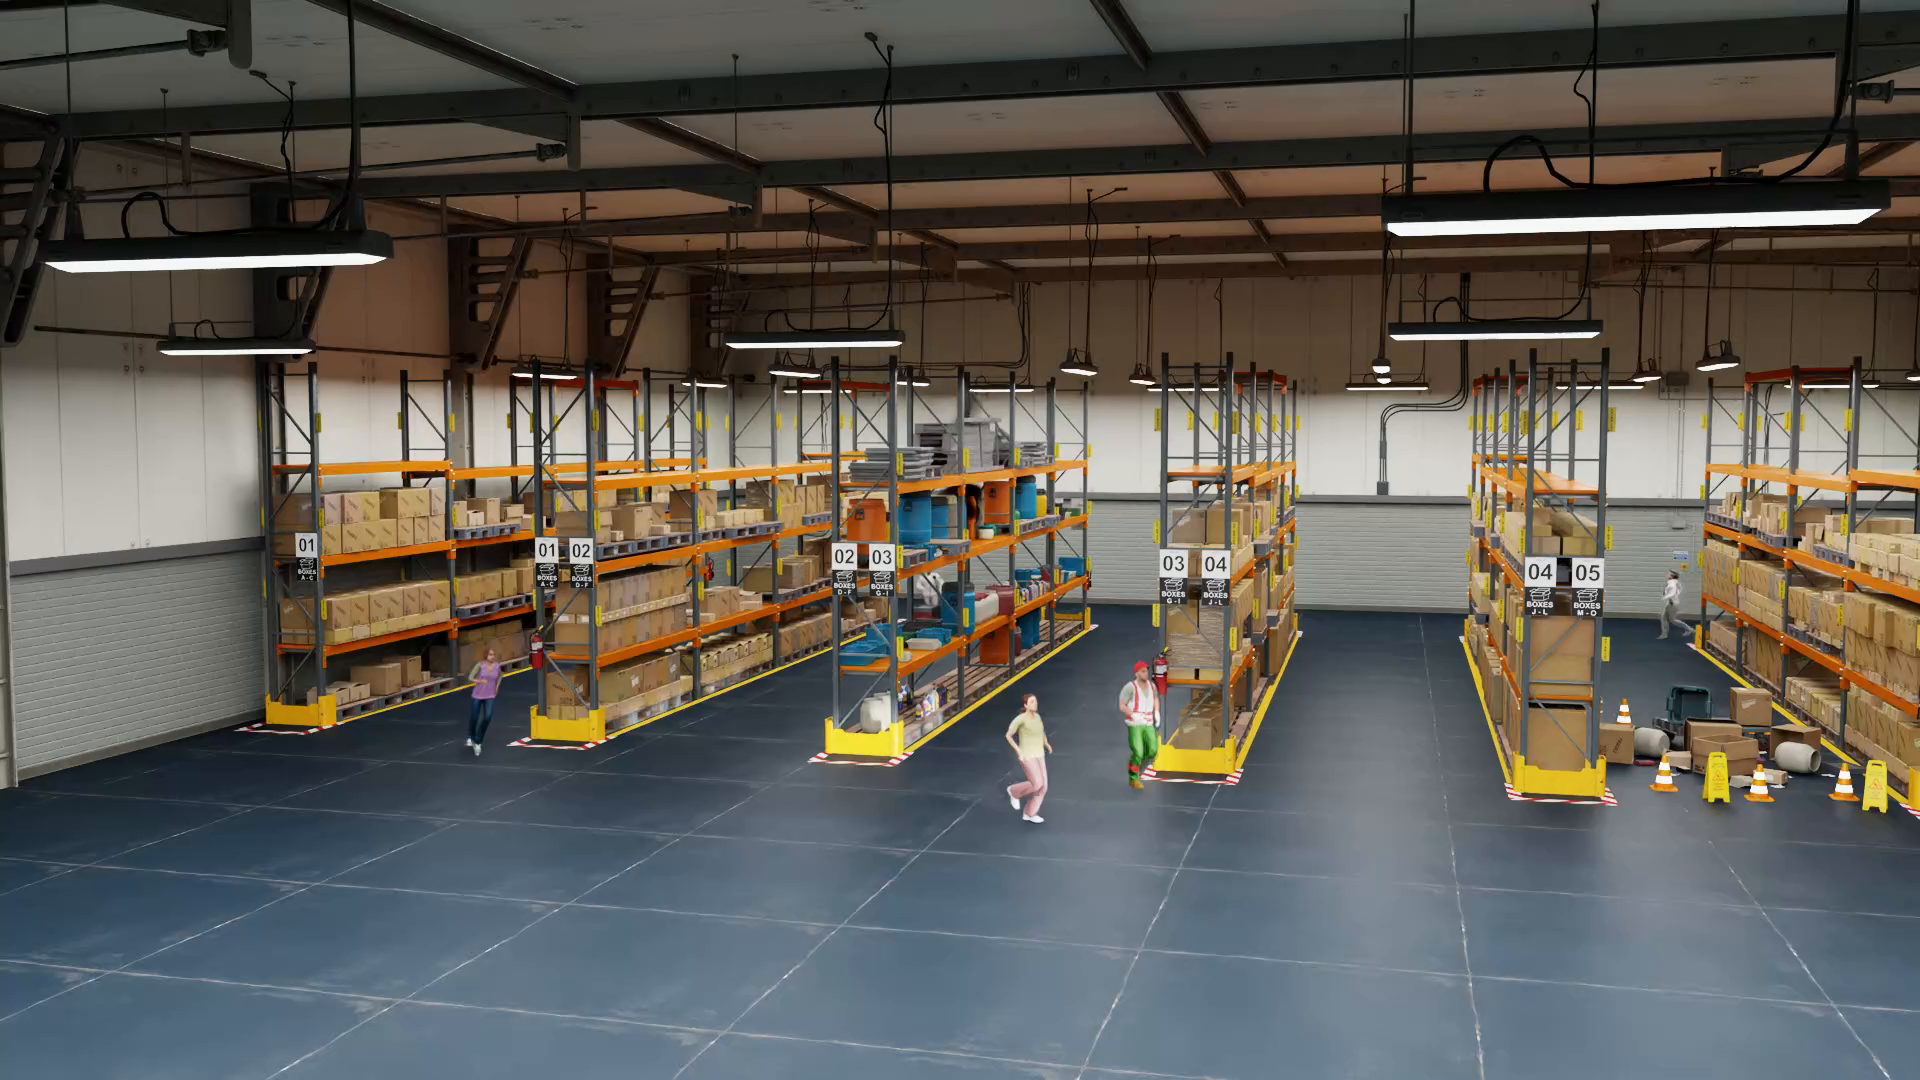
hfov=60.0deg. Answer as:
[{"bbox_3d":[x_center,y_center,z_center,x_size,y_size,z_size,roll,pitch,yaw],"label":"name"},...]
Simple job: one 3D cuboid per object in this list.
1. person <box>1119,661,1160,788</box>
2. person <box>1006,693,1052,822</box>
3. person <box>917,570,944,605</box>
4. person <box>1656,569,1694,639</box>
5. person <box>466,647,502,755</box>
[{"bbox_3d":[2.499,2.532,22.857,0.705,1.745,0.633,-2,5,-28],"label":"person"},{"bbox_3d":[0.880,2.728,20.928,0.596,1.619,0.559,-4,6,-44],"label":"person"},{"bbox_3d":[-0.721,1.367,39.867,0.641,1.715,0.592,0,4,3],"label":"person"},{"bbox_3d":[16.488,1.504,38.322,0.813,1.709,0.645,2,4,26],"label":"person"},{"bbox_3d":[-7.246,2.432,25.401,0.561,1.604,0.675,-2,4,-24],"label":"person"}]
